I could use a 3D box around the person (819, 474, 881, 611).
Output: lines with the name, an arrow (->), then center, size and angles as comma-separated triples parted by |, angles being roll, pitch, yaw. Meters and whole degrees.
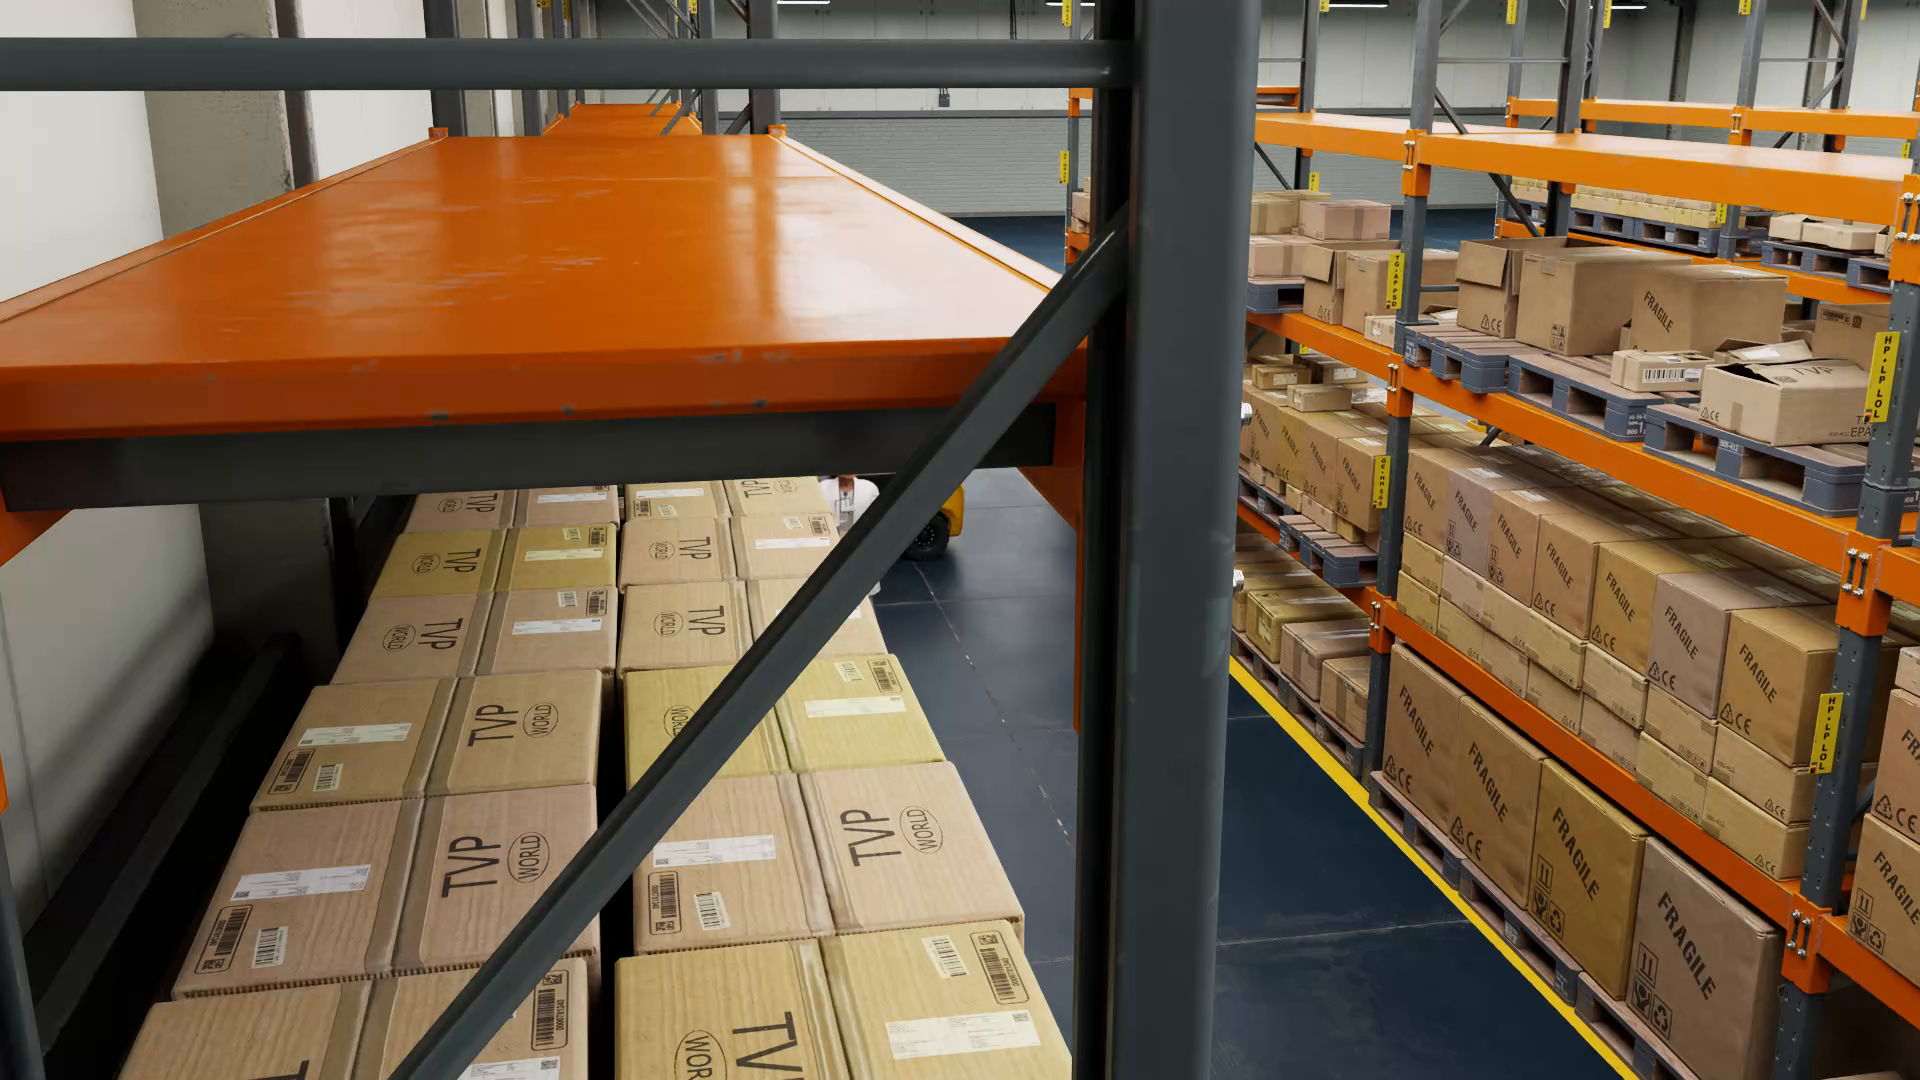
person -> -0.831, 0.211, 12.341 | 0.529, 1.770, 0.555 | -3, 16, -9
